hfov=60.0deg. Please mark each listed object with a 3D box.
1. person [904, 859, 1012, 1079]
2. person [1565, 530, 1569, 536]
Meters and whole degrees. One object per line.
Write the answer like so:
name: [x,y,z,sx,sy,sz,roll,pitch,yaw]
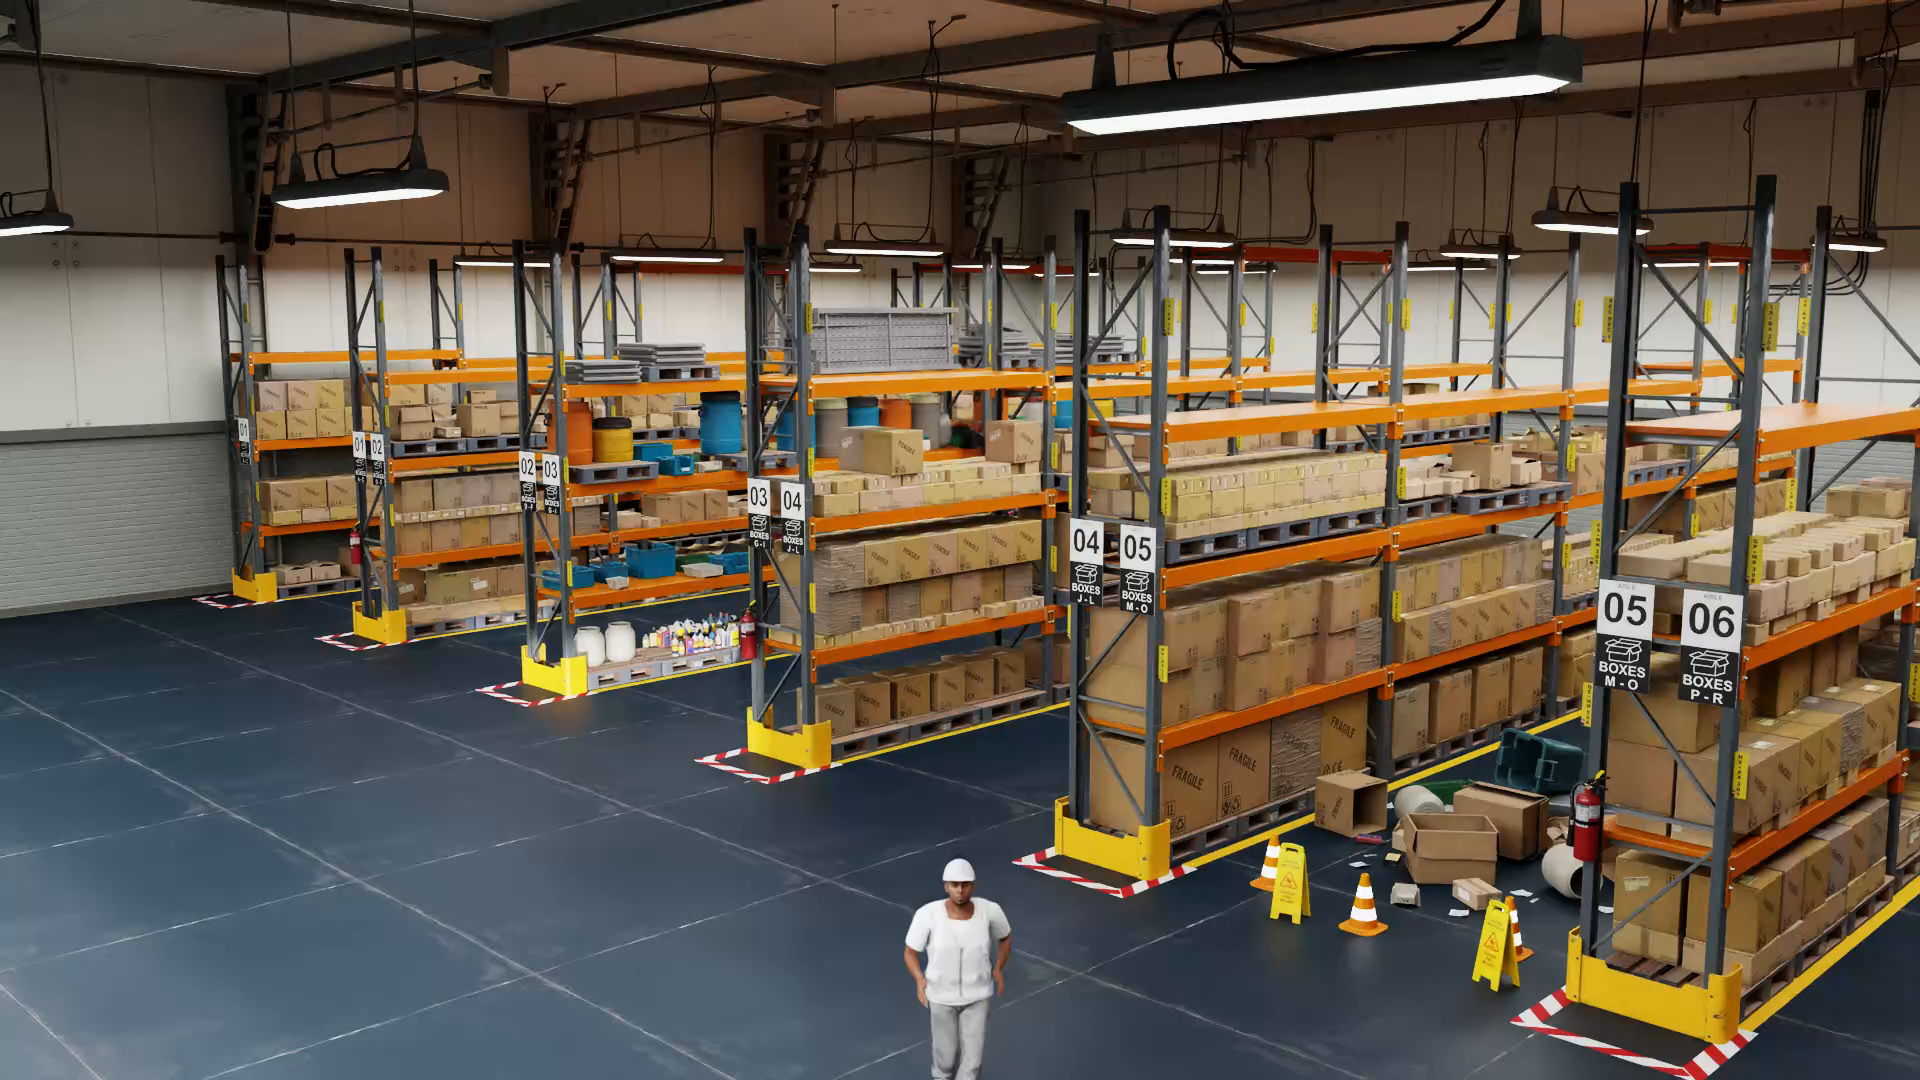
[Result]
person: [-0.002,2.844,10.455,0.691,1.735,0.787,-1,8,-6]
person: [9.245,0.726,25.584,0.747,1.777,0.626,-7,11,-40]
